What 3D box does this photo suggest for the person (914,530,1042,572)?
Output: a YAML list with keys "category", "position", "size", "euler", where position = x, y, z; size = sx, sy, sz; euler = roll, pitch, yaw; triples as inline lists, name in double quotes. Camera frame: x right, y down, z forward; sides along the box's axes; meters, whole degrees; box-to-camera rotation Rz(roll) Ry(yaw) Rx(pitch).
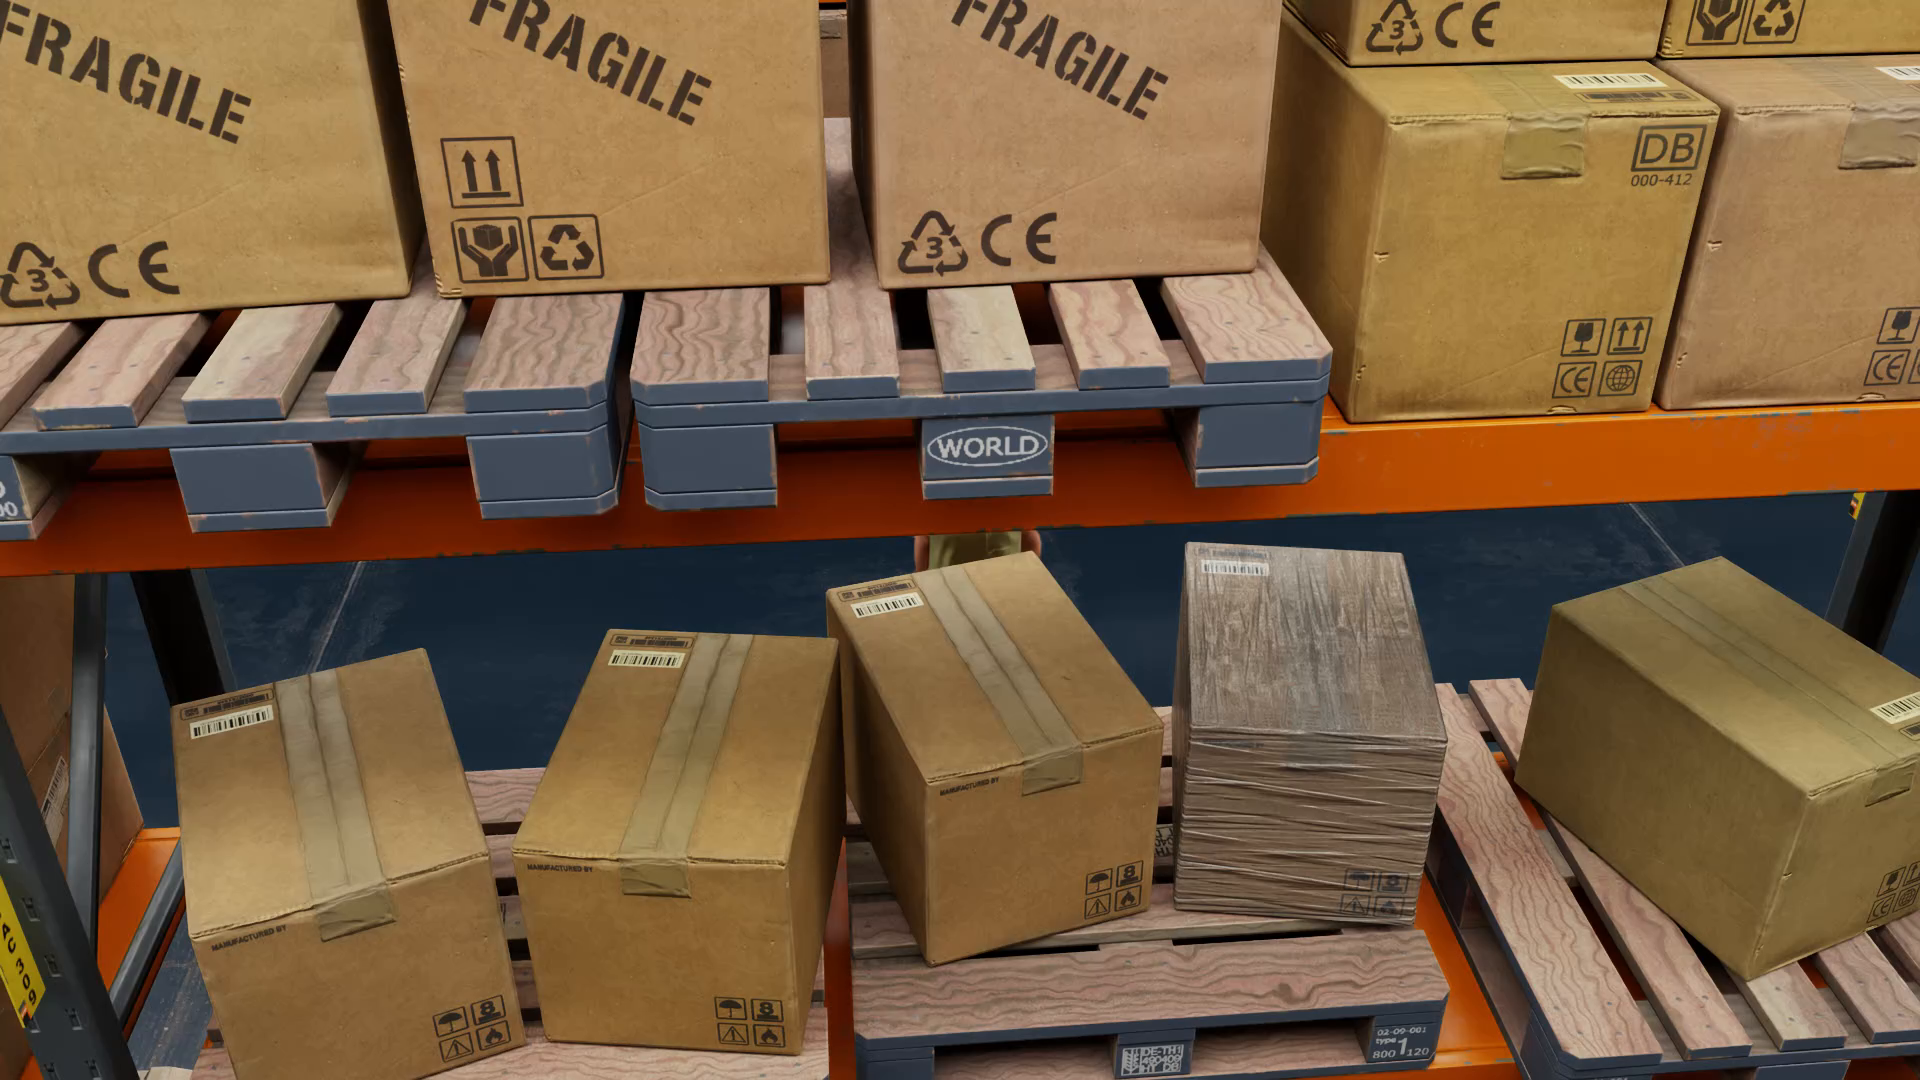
- category: "person"
  position: [0.061, 0.225, 5.769]
  size: [0.443, 1.672, 0.365]
  euler: [-2, 31, -3]
